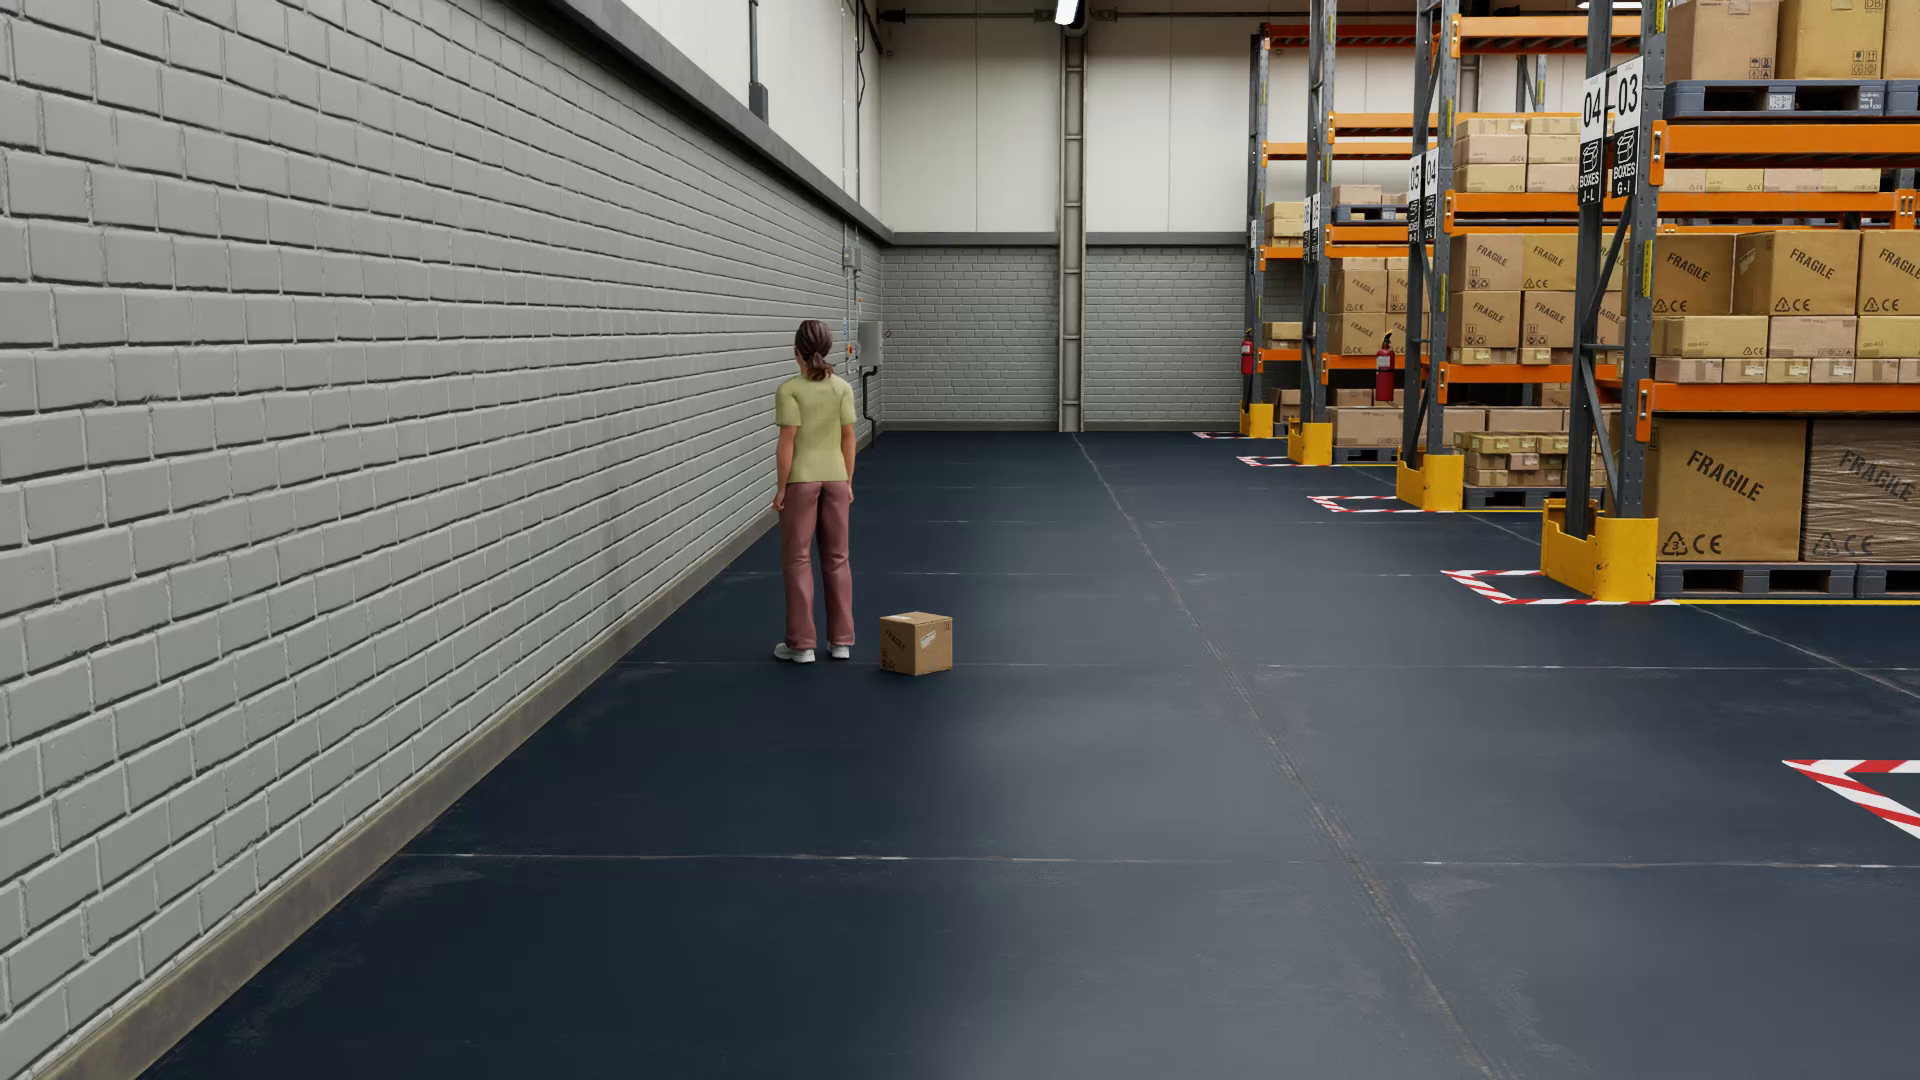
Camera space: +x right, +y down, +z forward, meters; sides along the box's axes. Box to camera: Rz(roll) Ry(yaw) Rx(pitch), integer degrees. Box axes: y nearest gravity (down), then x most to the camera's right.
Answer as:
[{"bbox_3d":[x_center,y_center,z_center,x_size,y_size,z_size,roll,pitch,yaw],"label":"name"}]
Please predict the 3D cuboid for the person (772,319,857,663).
[{"bbox_3d":[-0.722,-0.238,8.150,0.430,1.671,0.382,-4,8,-28],"label":"person"}]
